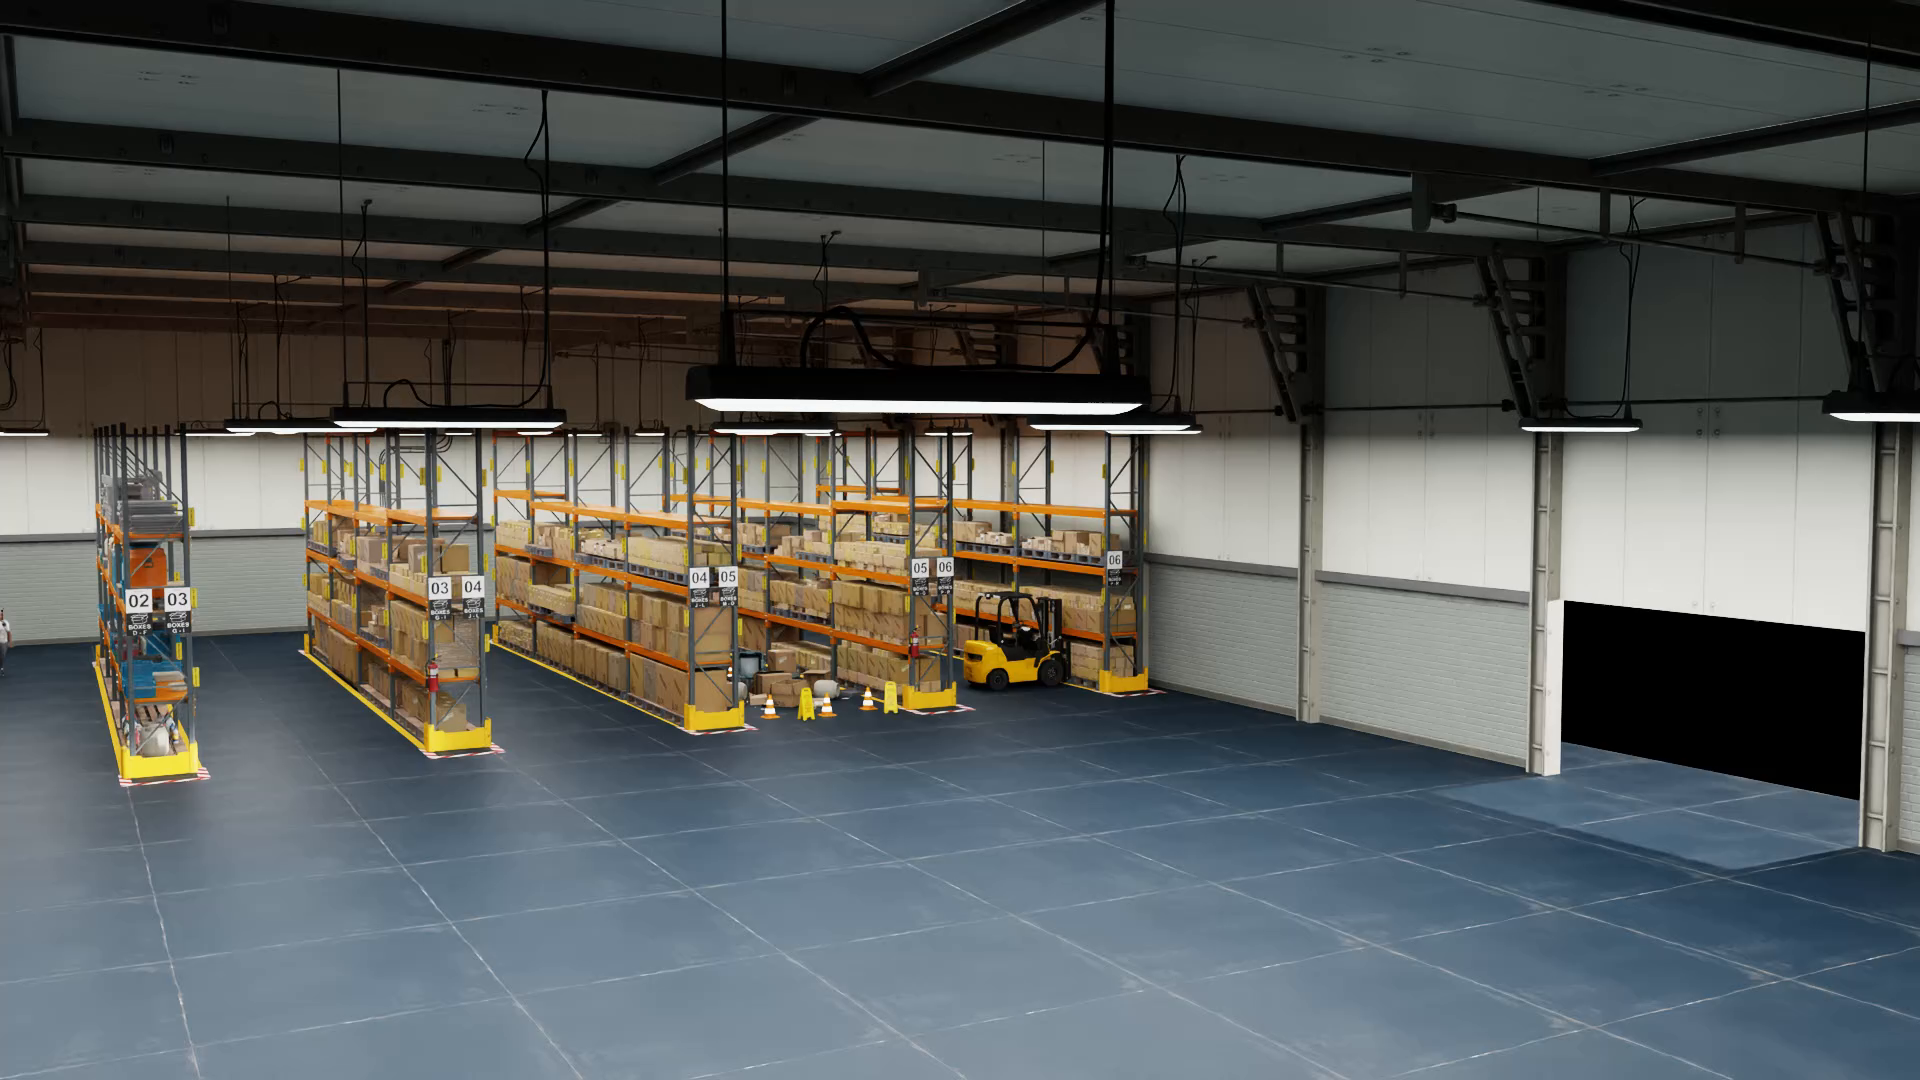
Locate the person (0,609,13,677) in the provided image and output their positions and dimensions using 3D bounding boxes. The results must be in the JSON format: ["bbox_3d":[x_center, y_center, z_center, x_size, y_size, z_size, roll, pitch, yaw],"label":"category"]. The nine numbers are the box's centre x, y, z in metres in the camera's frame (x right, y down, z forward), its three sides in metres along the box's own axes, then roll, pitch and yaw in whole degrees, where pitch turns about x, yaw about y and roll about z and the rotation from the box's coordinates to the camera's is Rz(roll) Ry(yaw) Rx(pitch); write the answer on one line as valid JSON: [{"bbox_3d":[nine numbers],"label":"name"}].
[{"bbox_3d":[-23.150,2.470,40.084,0.513,1.619,1.063,-3,4,-38],"label":"person"}]
